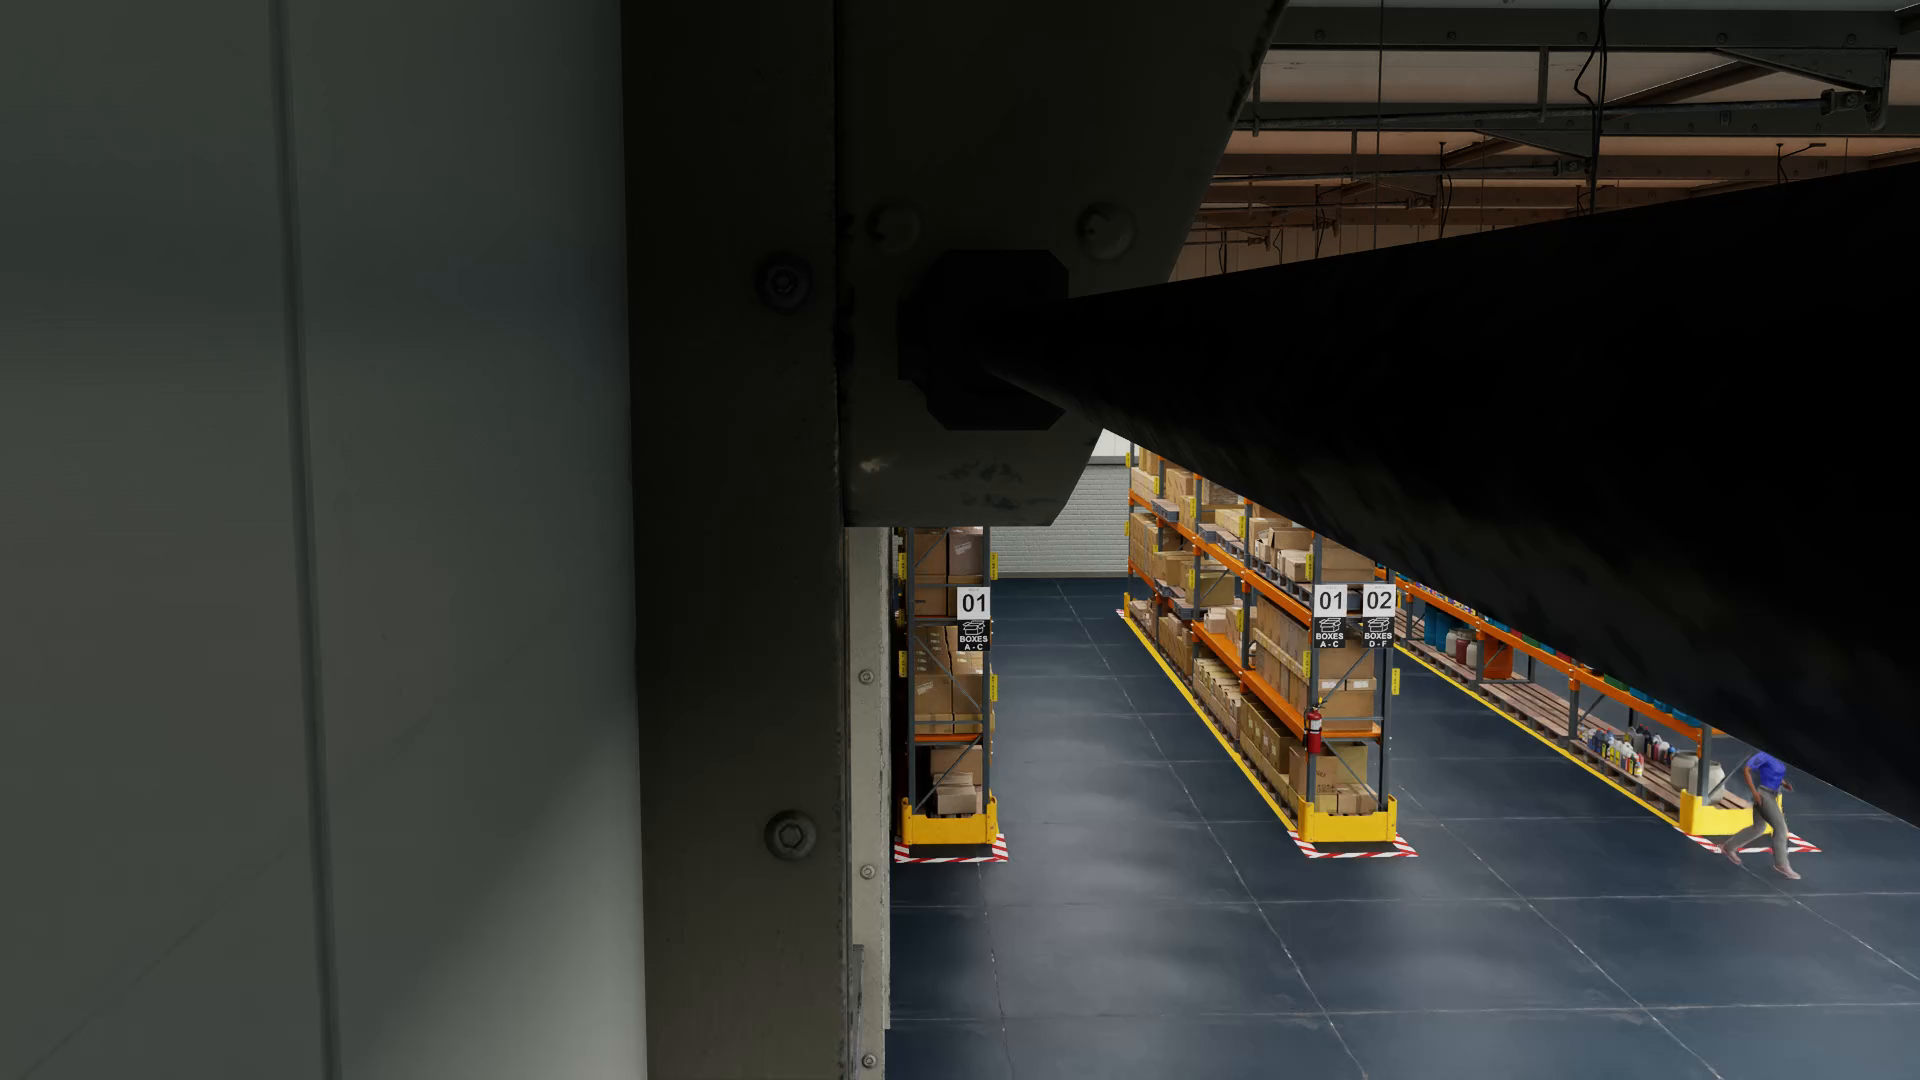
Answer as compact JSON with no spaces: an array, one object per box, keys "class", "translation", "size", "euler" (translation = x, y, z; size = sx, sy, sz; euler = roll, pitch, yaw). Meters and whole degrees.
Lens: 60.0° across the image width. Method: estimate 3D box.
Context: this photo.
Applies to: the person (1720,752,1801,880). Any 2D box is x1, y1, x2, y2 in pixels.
[{"class":"person","translation":[9.417,3.042,19.425],"size":[0.899,1.641,0.605],"euler":[6,9,39]}]
